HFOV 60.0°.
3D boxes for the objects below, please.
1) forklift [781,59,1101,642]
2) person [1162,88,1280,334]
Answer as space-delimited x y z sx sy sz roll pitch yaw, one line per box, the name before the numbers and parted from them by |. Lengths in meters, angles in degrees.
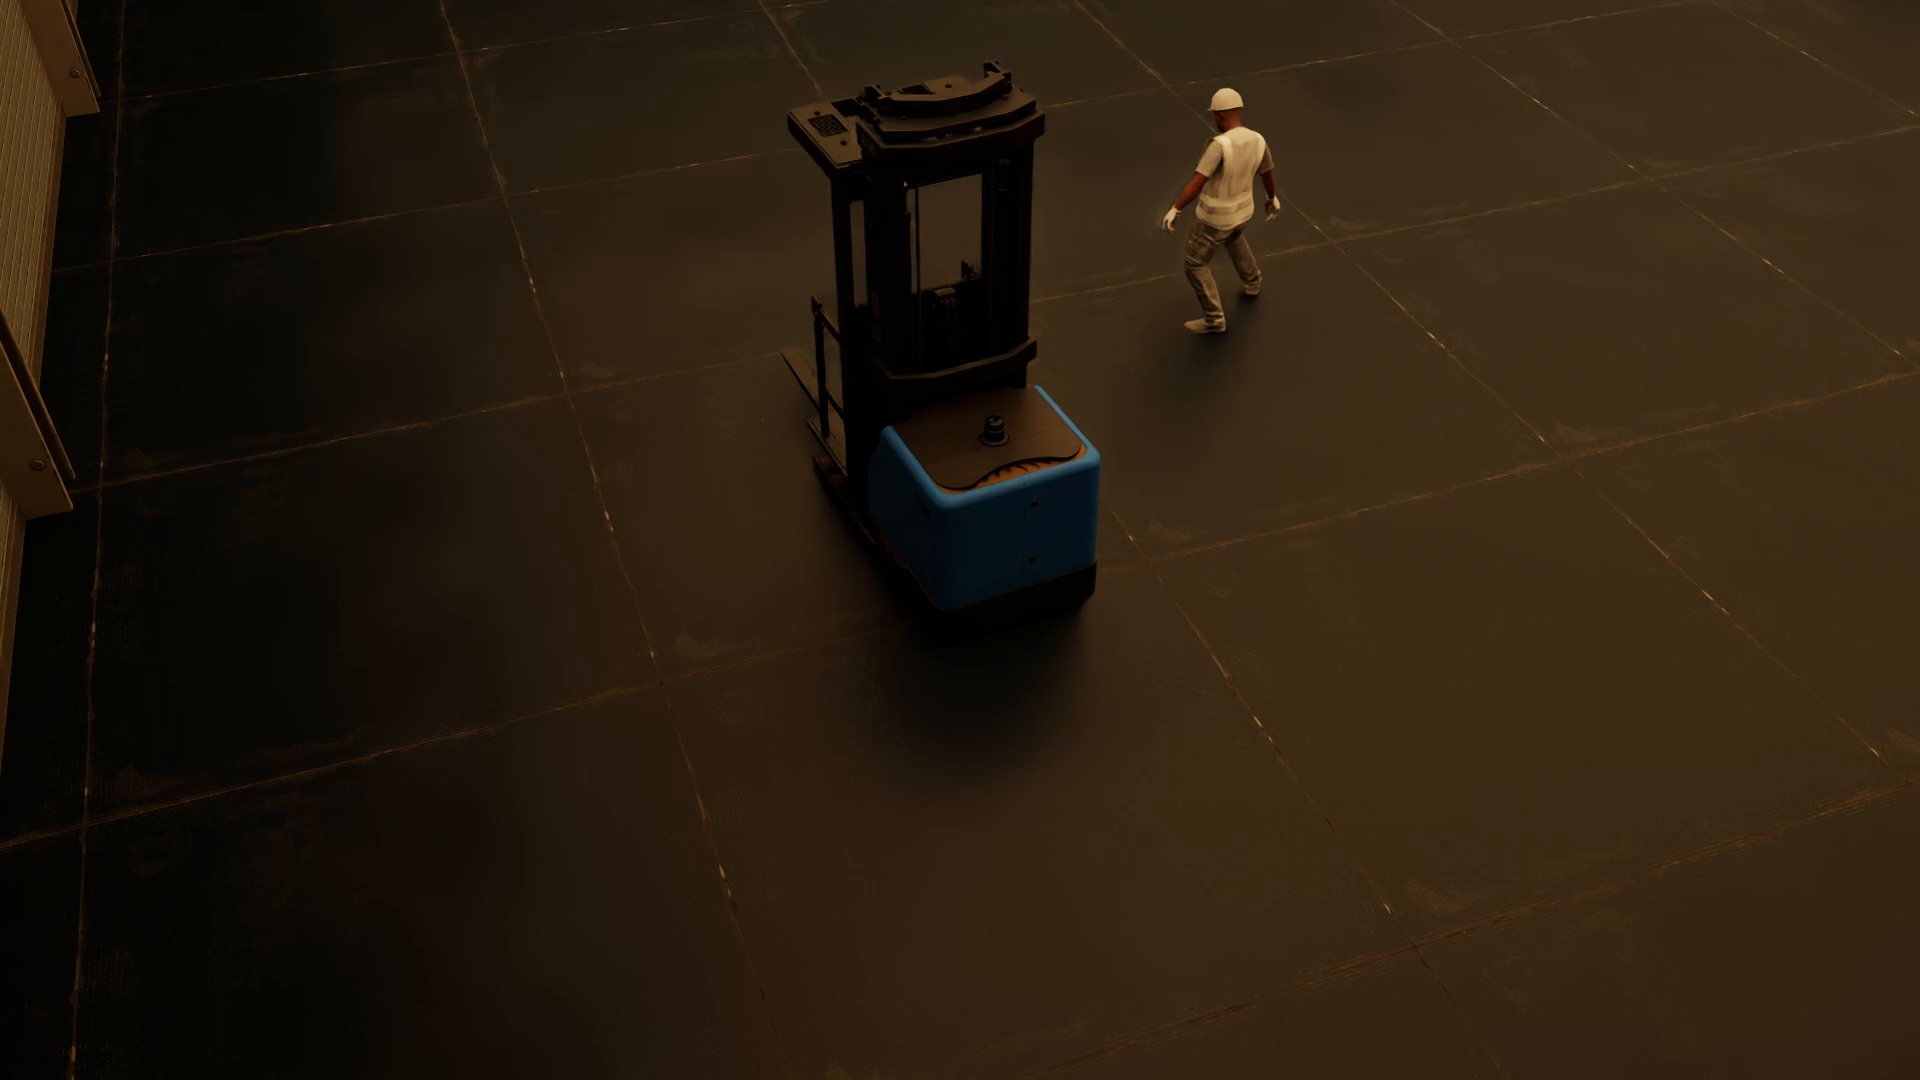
forklift | -0.290 -1.489 9.770 1.130 2.935 3.031 -17 43 -19
person | 1.842 -2.320 11.726 1.107 1.713 0.499 -29 48 -30
